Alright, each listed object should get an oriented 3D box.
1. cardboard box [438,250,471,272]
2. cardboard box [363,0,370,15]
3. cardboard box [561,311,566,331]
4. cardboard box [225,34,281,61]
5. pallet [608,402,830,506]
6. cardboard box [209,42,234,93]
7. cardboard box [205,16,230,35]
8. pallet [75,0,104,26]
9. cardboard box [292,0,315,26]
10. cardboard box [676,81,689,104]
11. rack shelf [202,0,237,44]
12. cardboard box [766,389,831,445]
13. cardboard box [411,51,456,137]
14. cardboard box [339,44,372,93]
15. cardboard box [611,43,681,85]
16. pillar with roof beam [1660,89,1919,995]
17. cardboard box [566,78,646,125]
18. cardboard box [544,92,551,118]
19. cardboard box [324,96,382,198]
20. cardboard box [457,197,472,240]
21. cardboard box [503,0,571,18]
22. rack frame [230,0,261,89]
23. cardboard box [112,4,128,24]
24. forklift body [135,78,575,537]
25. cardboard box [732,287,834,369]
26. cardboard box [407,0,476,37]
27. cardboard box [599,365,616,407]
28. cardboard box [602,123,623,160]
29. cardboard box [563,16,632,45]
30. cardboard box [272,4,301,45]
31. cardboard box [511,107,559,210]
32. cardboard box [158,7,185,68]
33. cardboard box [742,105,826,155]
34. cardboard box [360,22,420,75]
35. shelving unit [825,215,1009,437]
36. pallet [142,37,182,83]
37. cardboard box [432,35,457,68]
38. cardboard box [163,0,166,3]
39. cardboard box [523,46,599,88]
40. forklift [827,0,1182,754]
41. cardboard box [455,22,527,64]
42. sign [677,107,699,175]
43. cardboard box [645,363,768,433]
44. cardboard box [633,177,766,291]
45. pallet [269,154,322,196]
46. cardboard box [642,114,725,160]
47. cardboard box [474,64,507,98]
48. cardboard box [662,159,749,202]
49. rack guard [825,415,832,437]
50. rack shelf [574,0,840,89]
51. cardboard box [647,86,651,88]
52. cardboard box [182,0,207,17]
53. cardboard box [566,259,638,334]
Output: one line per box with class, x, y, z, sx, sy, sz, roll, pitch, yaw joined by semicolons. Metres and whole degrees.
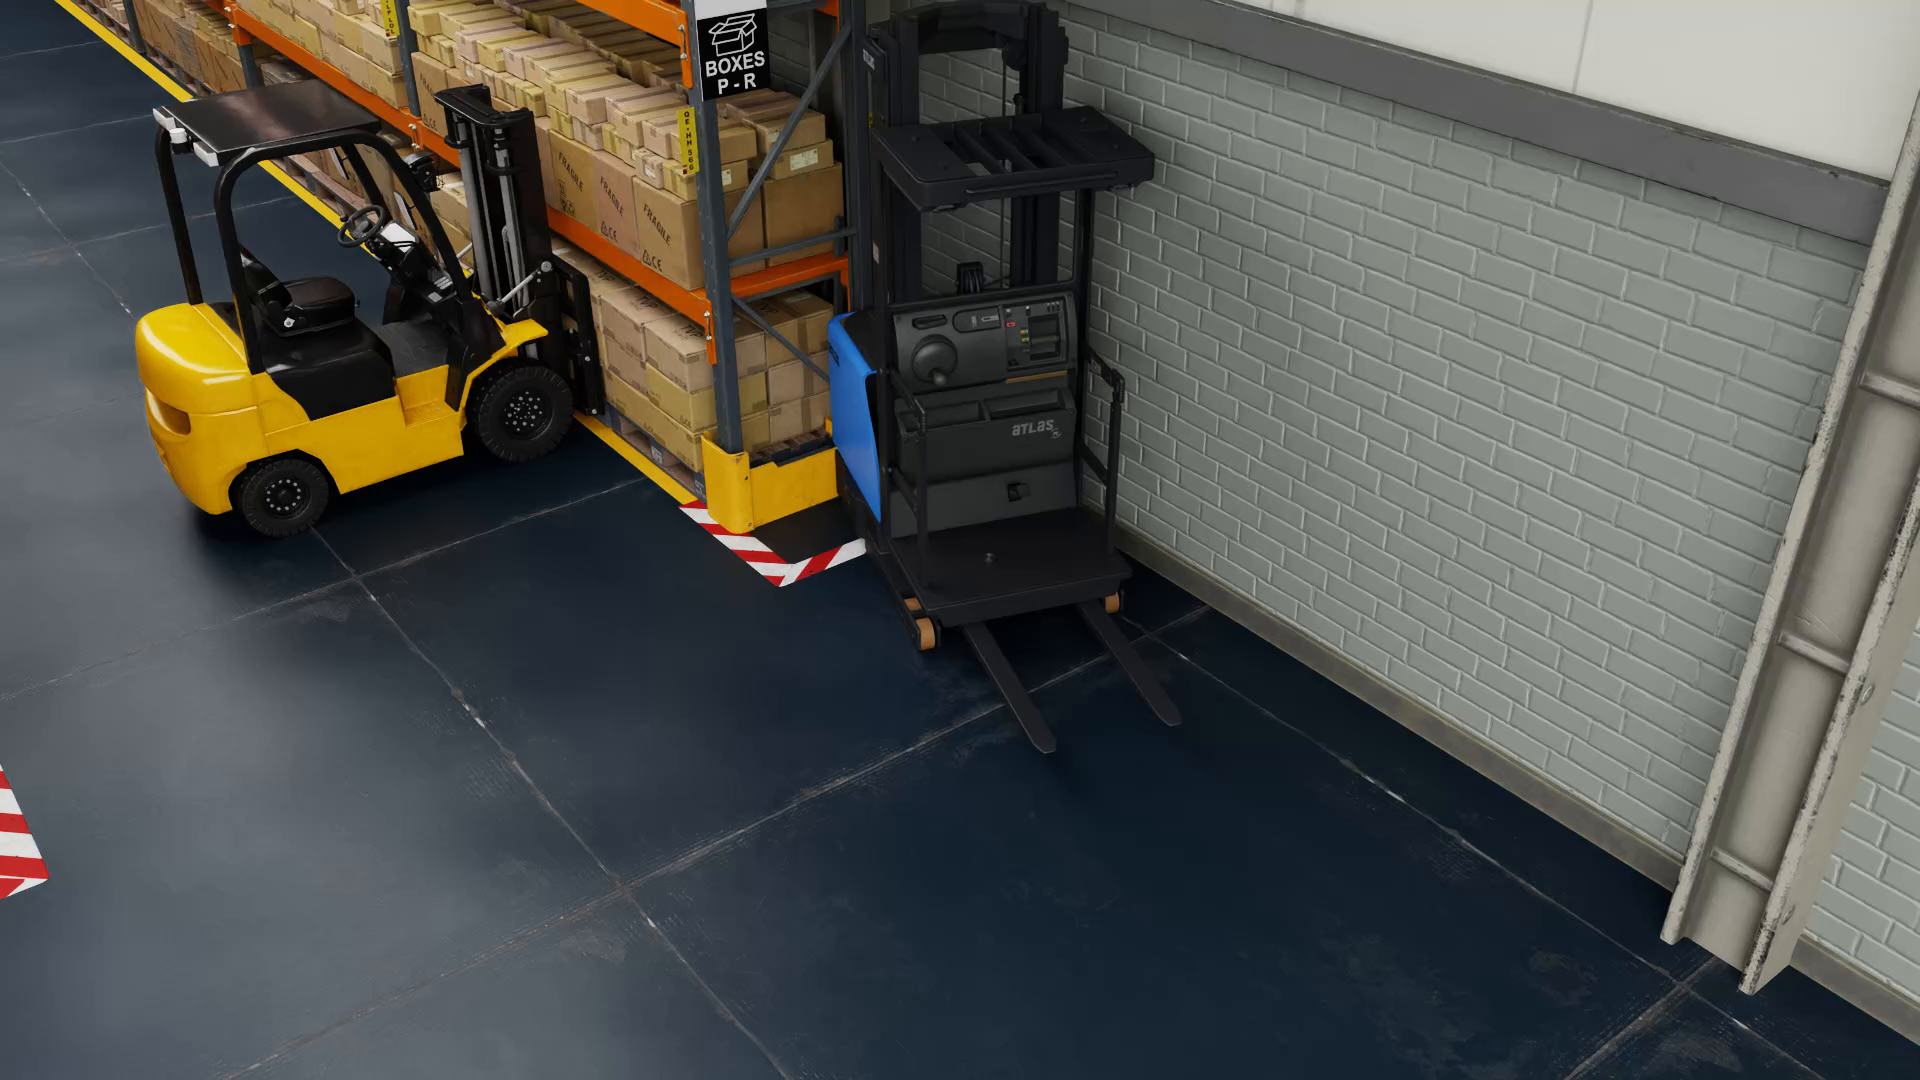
cardboard box;-3.331;-1.934;11.728;0.500;0.250;0.500;-22;38;-31
cardboard box;-4.032;-3.841;11.882;0.380;0.149;0.250;-22;38;-31
cardboard box;-2.395;-1.520;10.588;0.500;0.250;0.500;-22;38;-32
cardboard box;-6.322;-4.415;14.872;0.380;0.149;0.250;-24;39;-34
pallet;-1.415;-0.686;10.154;1.003;0.211;1.213;-22;38;-31
cardboard box;-6.547;-4.334;15.357;0.500;0.500;0.500;-23;39;-32
cardboard box;-6.766;-4.767;15.439;0.380;0.149;0.250;-21;38;-30
pallet;-9.444;-6.177;18.995;1.003;0.211;1.213;-22;38;-31
cardboard box;-4.794;-4.146;12.751;0.500;0.250;0.500;-22;38;-31
cardboard box;-1.397;-2.552;9.524;0.380;0.149;0.250;-22;38;-31
rack shelf;-7.045;-5.427;15.827;1.077;0.370;4.000;-22;38;-31
cardboard box;-1.060;-0.843;9.973;0.500;0.250;0.500;-22;38;-31
cardboard box;-3.300;-3.005;11.151;0.500;0.500;0.500;-23;39;-33
cardboard box;-4.194;-3.501;12.187;0.500;0.250;0.500;-23;38;-32
cardboard box;-1.876;-2.872;10.040;0.380;0.149;0.250;-22;38;-31
pillar with roof beam;-0.349;-0.802;2.012;9.100;9.000;0.400;-22;38;-31
cardboard box;-1.998;-2.484;9.415;0.380;0.149;0.250;-21;38;-30
cardboard box;-2.235;-2.597;9.878;0.380;0.149;0.250;-23;38;-32
cardboard box;-4.627;-3.254;13.499;0.875;0.625;0.625;-24;39;-33
cardboard box;-3.012;-2.148;11.125;0.500;0.250;0.500;-22;38;-31
cardboard box;-2.810;-3.523;11.088;0.380;0.149;0.250;-23;39;-33
rack frame;-5.819;-4.899;14.295;1.000;3.000;0.127;-22;38;-31
cardboard box;-8.845;-5.671;17.841;0.380;0.149;0.250;-24;39;-33
forklift body;-3.517;-1.404;9.473;2.313;2.155;1.214;-22;38;-31
cardboard box;-1.058;-1.262;9.699;0.500;0.250;0.500;-23;39;-32
cardboard box;-3.405;-3.448;10.966;0.380;0.149;0.250;-21;38;-30
cardboard box;-2.048;-1.091;10.371;0.500;0.250;0.500;-22;38;-31
cardboard box;-1.781;-2.269;9.350;0.380;0.149;0.250;-23;38;-32
cardboard box;-2.291;-3.218;10.597;0.380;0.149;0.250;-23;39;-32
cardboard box;-5.114;-4.148;13.227;0.500;0.250;0.500;-24;39;-33
cardboard box;-2.365;-2.366;10.122;0.500;0.500;0.500;-22;38;-31
cardboard box;-7.516;-4.980;16.396;0.500;0.500;0.500;-24;39;-33
cardboard box;-0.950;-2.218;8.987;0.380;0.149;0.250;-23;39;-32
cardboard box;-3.869;-3.503;11.715;0.500;0.250;0.500;-23;39;-32
shelving unit;-0.191;-1.041;9.479;1.083;1.500;0.587;29;40;35
pallet;-7.743;-5.055;17.189;1.003;0.211;1.213;-22;38;-31
cardboard box;-3.218;-3.225;10.889;0.380;0.149;0.250;-21;38;-30
cardboard box;-7.686;-5.419;16.489;0.380;0.149;0.250;-23;39;-32
cardboard box;-2.385;-2.838;9.985;0.380;0.149;0.250;-22;38;-31
forklift;0.201;-0.931;7.971;1.130;2.935;3.031;-10;33;-16
cardboard box;-2.933;-3.124;10.445;0.380;0.149;0.250;-21;38;-30
sign;-1.350;-1.988;8.285;0.100;0.325;0.005;-22;38;-31
cardboard box;-1.459;-0.889;9.573;0.500;0.250;0.500;-23;38;-32
cardboard box;-1.422;-1.728;9.094;0.500;0.500;0.500;-23;39;-32
pallet;-5.345;-3.359;14.458;1.003;0.211;1.213;-22;38;-31
cardboard box;-1.475;-2.183;8.931;0.380;0.149;0.250;-22;38;-31
cardboard box;-2.784;-2.888;10.348;0.380;0.149;0.250;-23;38;-32
cardboard box;-1.347;-1.937;8.816;0.380;0.149;0.250;-22;38;-31
rack guard;-0.579;-0.705;10.091;0.087;0.250;0.587;29;40;35
rack shelf;-2.140;-3.367;9.667;1.077;0.370;4.000;-22;38;-31
cardboard box;-1.649;-2.667;9.992;0.380;0.149;0.250;-21;37;-30
cardboard box;-7.223;-5.096;15.968;0.380;0.149;0.250;-22;38;-31
cardboard box;-2.077;-1.509;10.097;0.500;0.250;0.500;-22;38;-31
